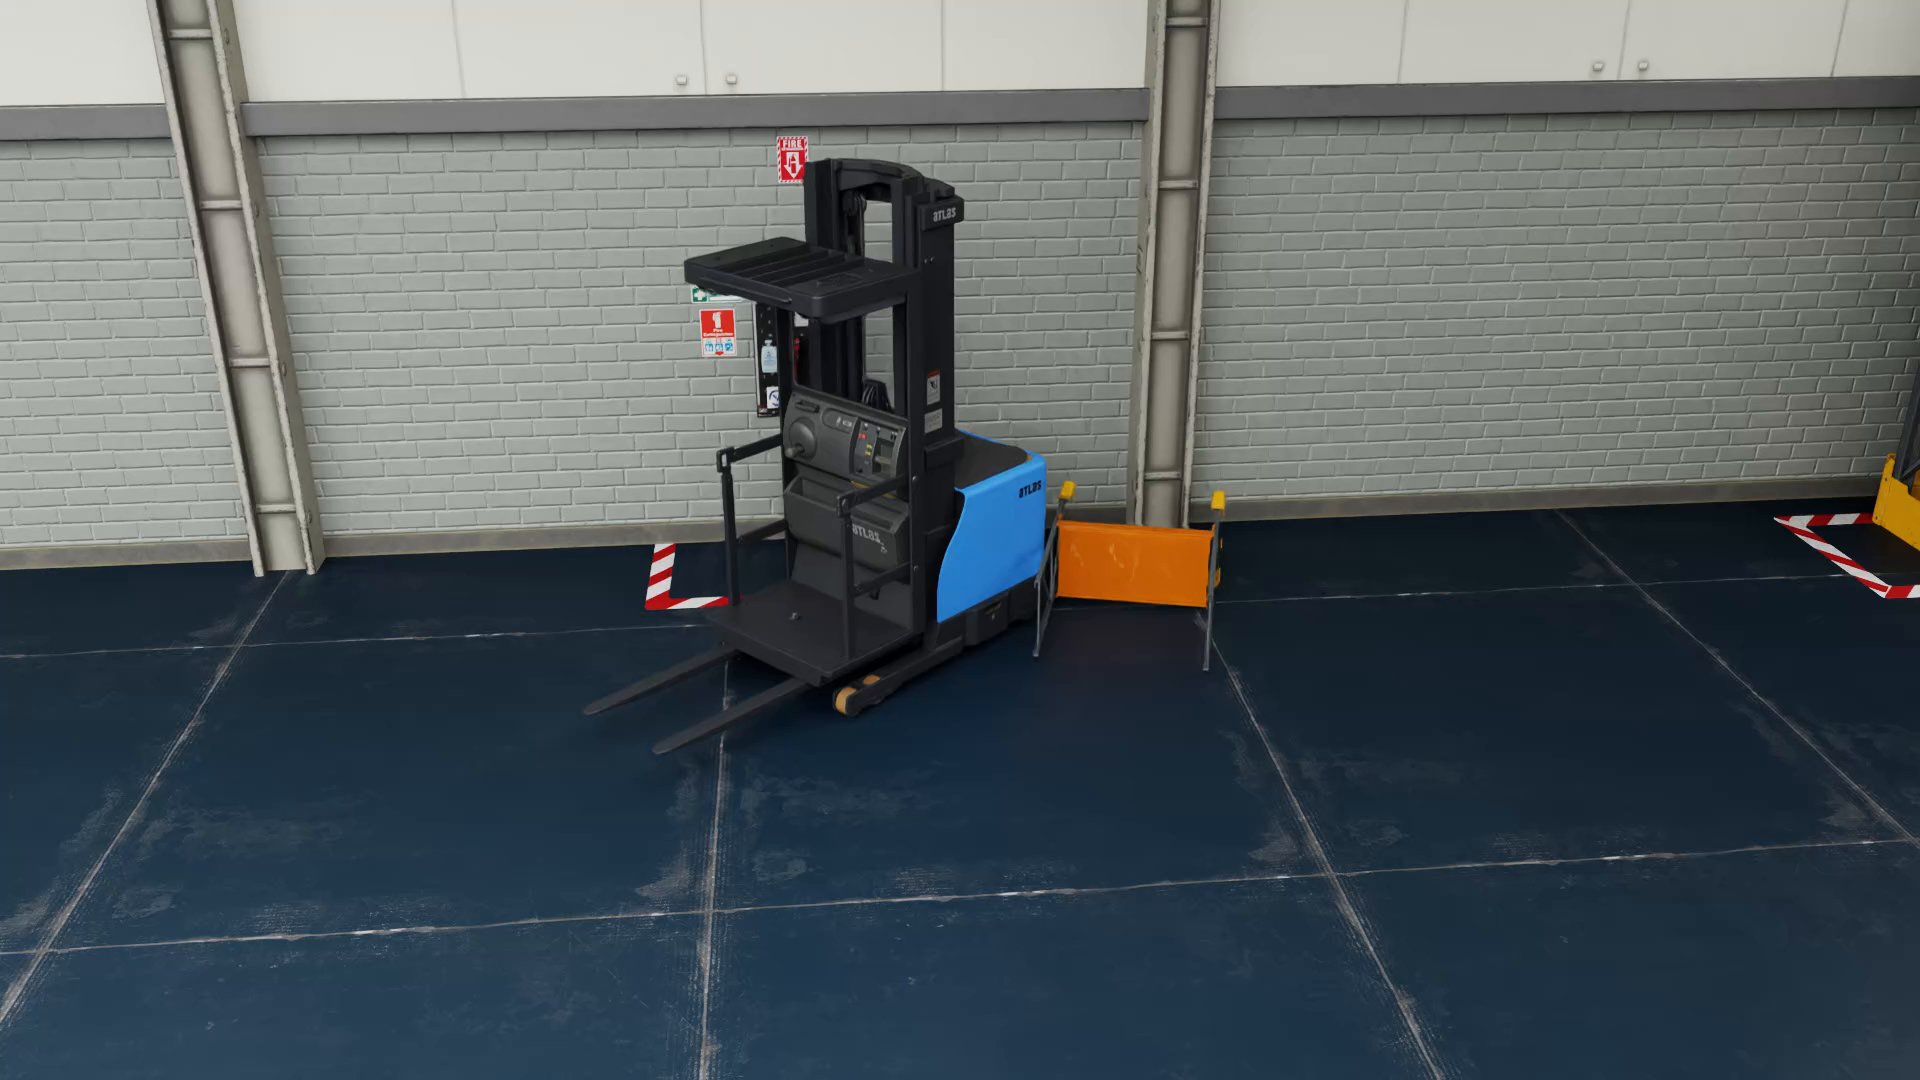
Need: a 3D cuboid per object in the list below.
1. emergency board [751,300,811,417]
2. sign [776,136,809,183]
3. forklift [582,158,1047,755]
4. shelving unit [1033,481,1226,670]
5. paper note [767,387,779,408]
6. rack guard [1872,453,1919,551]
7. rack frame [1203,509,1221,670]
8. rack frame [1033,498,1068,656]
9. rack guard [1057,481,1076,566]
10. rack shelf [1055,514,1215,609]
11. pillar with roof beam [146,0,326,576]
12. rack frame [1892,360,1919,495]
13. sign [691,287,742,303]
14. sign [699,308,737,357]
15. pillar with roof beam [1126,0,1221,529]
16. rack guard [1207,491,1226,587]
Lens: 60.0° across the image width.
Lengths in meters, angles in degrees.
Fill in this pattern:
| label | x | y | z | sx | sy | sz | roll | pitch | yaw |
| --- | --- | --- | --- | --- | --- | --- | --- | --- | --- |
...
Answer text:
| label | x | y | z | sx | sy | sz | roll | pitch | yaw |
| --- | --- | --- | --- | --- | --- | --- | --- | --- | --- |
| emergency board | -1.059 | -1.352 | 11.100 | 0.643 | 1.169 | 0.194 | -2 | 24 | -5 |
| sign | -1.077 | -2.452 | 10.719 | 0.199 | 0.298 | 0.001 | -2 | 24 | -5 |
| forklift | -0.809 | -0.565 | 9.412 | 1.130 | 2.935 | 3.031 | 20 | 31 | 38 |
| shelving unit | 1.096 | 0.209 | 10.525 | 1.083 | 0.587 | 1.500 | 4 | 24 | 9 |
| paper note | -1.242 | -0.971 | 11.325 | 0.142 | 0.148 | 0.016 | -2 | 24 | -5 |
| rack guard | 6.839 | -0.158 | 11.491 | 0.348 | 0.500 | 1.175 | -2 | 24 | -5 |
| rack frame | 1.588 | 0.244 | 10.446 | 0.032 | 0.500 | 1.500 | 4 | 24 | 9 |
| rack frame | 0.587 | 0.173 | 10.606 | 0.032 | 0.500 | 1.500 | 4 | 24 | 9 |
| rack guard | 0.714 | -0.076 | 11.166 | 0.087 | 0.587 | 0.250 | 4 | 24 | 9 |
| rack shelf | 1.119 | 0.136 | 10.688 | 1.000 | 0.538 | 0.185 | 4 | 24 | 9 |
| pillar with roof beam | -4.144 | -2.197 | 5.615 | 0.400 | 9.000 | 9.100 | -2 | 24 | -5 |
| rack frame | 6.763 | -1.298 | 10.976 | 0.127 | 3.000 | 1.000 | -2 | 24 | -5 |
| sign | -1.614 | -1.627 | 11.021 | 0.331 | 0.109 | 0.001 | -2 | 24 | -5 |
| sign | -1.619 | -1.388 | 11.136 | 0.234 | 0.329 | 0.001 | -2 | 24 | -5 |
| pillar with roof beam | 1.827 | -2.437 | 6.153 | 0.400 | 9.000 | 9.100 | -2 | 24 | -5 |
| rack guard | 1.695 | -0.006 | 11.009 | 0.087 | 0.587 | 0.250 | 4 | 24 | 9 |
